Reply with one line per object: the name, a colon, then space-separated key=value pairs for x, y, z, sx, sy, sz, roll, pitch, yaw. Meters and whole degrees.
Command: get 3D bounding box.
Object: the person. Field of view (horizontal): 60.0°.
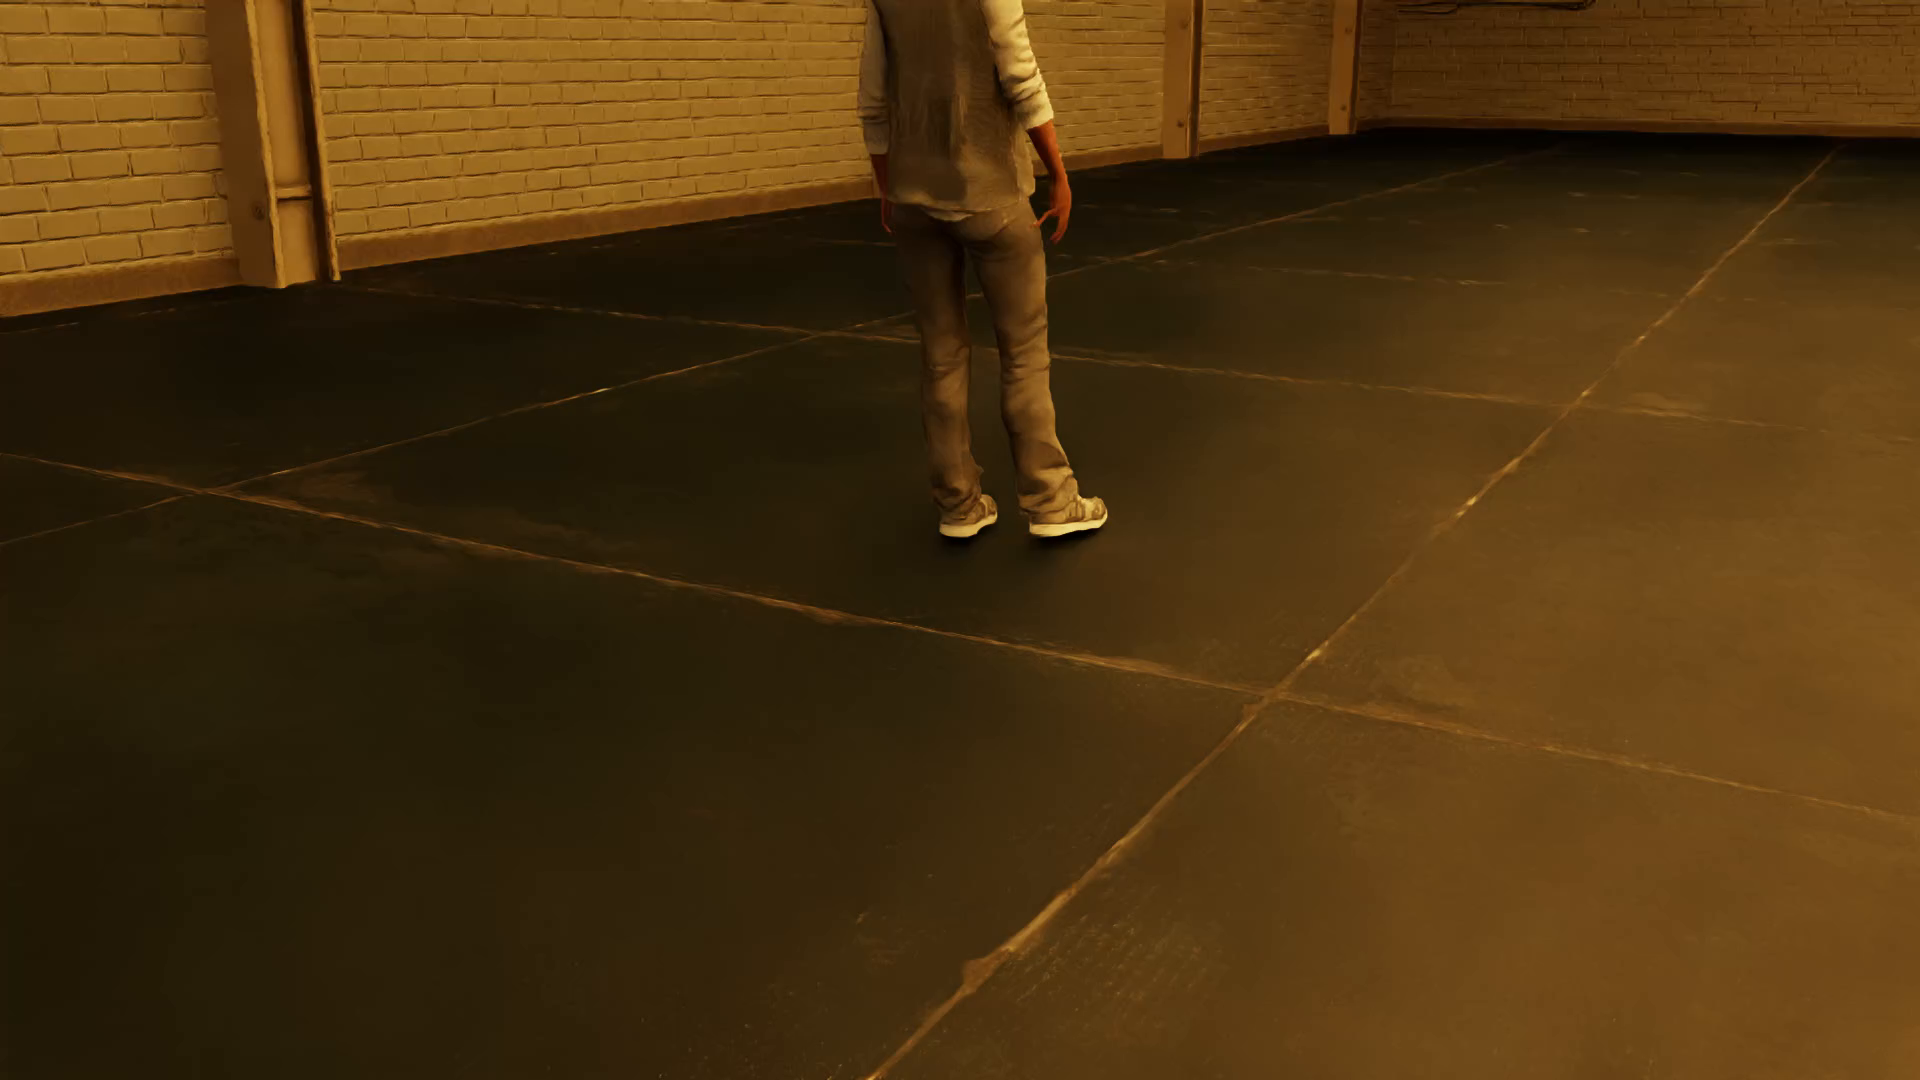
person: x=0.048 y=-0.789 z=3.868 sx=0.521 sy=1.597 sz=0.474 roll=9 pitch=19 yaw=28
